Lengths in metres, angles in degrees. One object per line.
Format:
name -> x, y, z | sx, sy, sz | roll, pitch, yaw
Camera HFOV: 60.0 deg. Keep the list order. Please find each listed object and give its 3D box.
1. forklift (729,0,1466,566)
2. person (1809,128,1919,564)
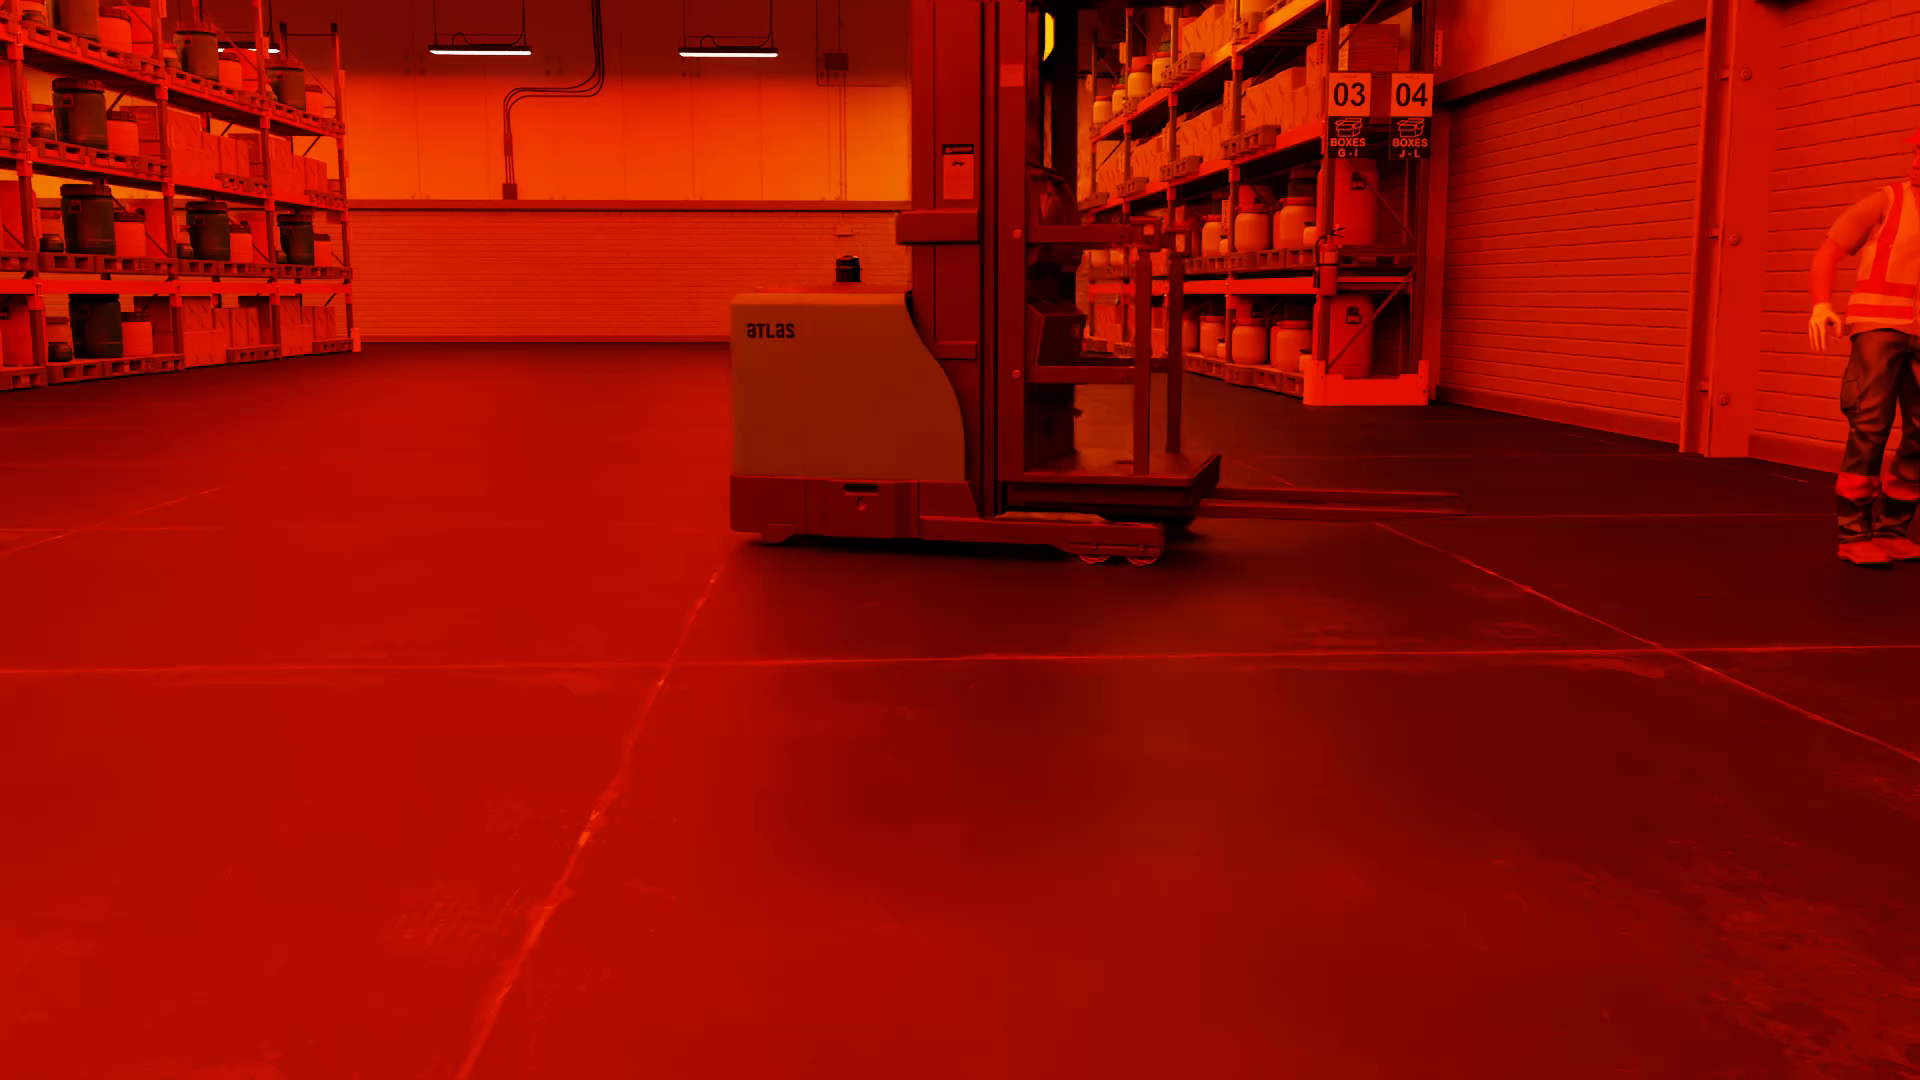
forklift -> 0.587, -1.433, 6.984 | 3.031, 2.935, 1.130 | 2, 9, 14
person -> 3.790, -0.788, 6.612 | 0.763, 1.765, 0.503 | 1, 8, 6
